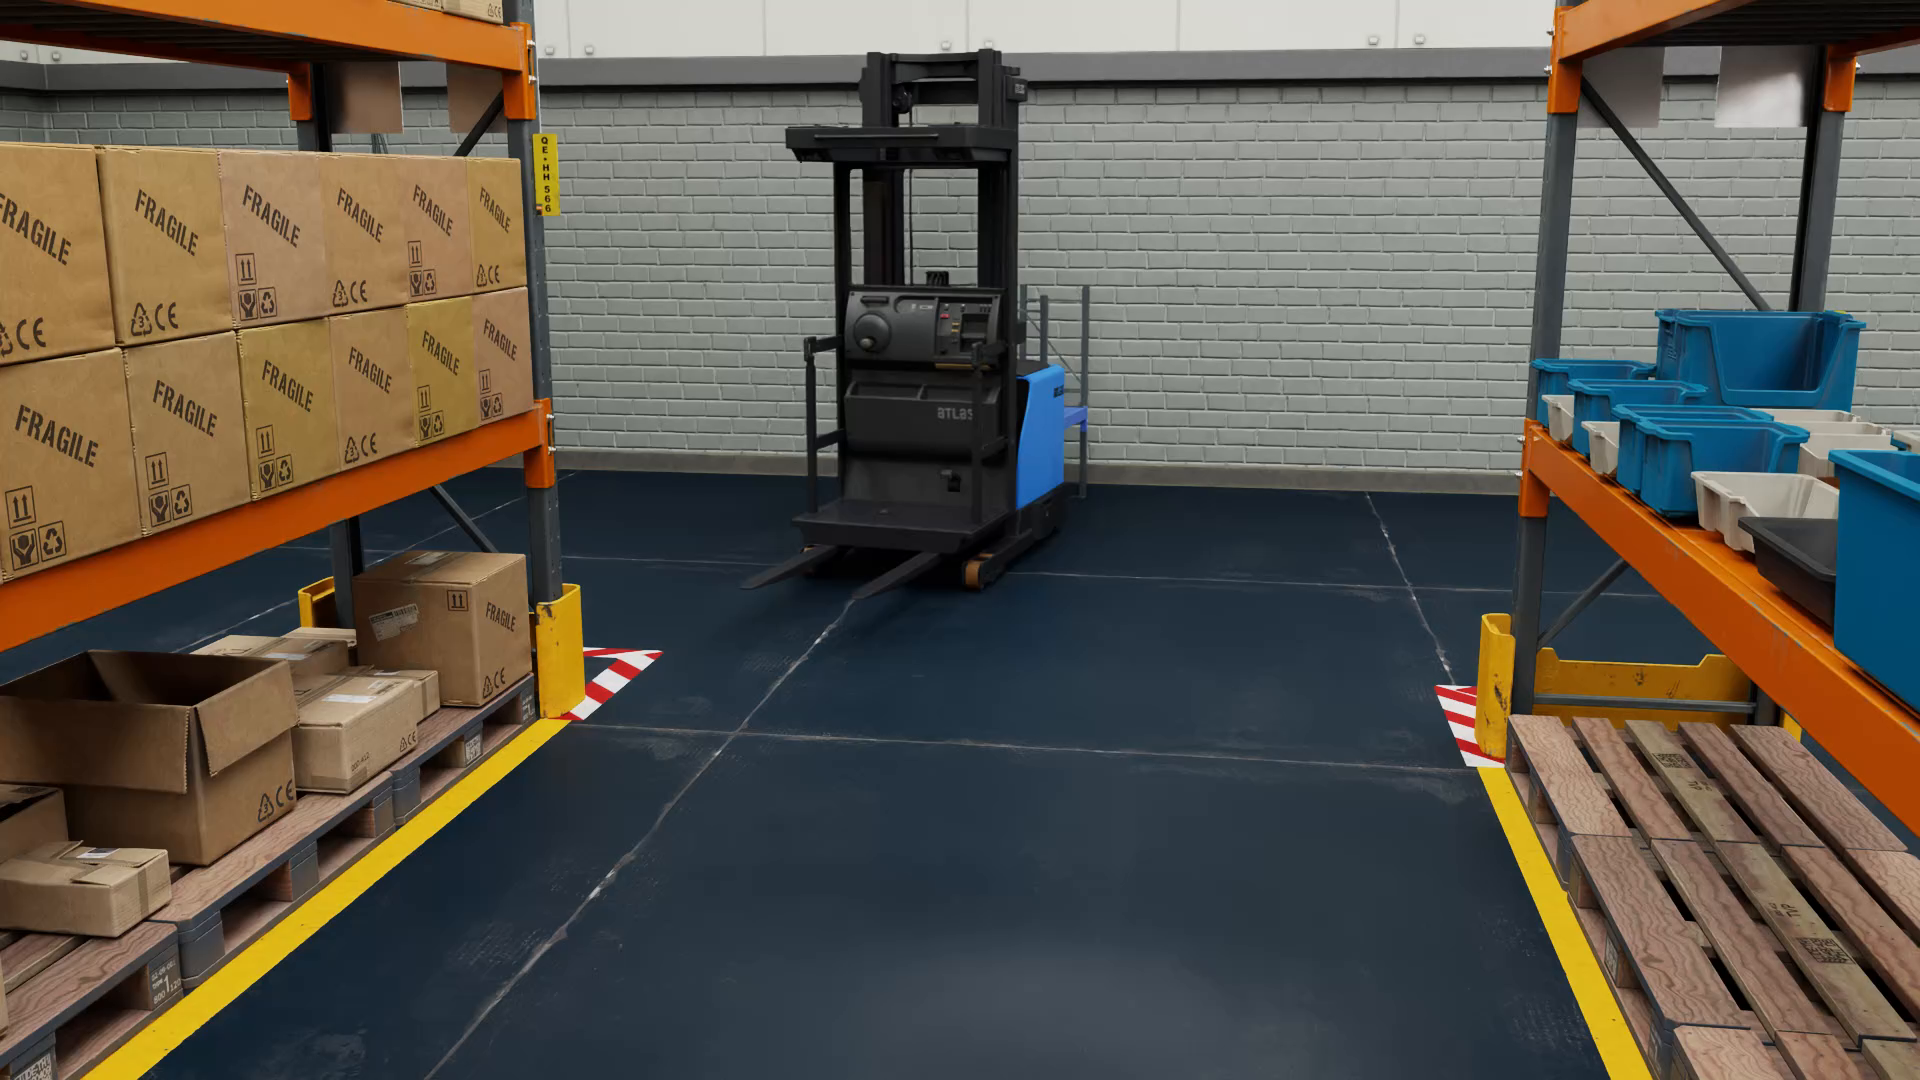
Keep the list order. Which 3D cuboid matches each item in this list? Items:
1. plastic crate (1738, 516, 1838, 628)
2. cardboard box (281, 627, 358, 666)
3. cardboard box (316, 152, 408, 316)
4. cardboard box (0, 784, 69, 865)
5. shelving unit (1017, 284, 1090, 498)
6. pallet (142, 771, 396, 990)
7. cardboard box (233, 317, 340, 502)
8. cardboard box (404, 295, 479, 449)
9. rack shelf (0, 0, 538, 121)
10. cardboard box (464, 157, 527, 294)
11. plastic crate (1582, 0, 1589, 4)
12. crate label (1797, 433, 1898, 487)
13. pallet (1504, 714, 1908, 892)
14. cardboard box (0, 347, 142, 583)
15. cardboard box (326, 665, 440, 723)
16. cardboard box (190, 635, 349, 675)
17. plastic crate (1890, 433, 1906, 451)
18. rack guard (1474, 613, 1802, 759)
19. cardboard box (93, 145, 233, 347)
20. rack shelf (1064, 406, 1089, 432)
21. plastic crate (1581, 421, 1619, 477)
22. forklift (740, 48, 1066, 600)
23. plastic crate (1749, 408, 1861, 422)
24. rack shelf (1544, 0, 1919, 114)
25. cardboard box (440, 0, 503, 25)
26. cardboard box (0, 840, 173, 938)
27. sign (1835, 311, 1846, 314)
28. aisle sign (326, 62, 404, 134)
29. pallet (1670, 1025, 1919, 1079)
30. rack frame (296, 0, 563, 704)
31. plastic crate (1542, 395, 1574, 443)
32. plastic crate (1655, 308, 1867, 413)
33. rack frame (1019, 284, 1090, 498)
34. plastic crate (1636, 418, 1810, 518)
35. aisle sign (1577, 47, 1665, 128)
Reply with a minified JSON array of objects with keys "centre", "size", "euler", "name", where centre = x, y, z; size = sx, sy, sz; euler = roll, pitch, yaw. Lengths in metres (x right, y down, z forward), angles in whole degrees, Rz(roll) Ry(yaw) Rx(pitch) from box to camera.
[{"centre":[1.962,0.074,3.539],"size":[0.437,0.125,0.590],"euler":[2,12,9],"name":"plastic crate"},{"centre":[-2.627,0.471,6.908],"size":[0.380,0.149,0.250],"euler":[2,12,9],"name":"cardboard box"},{"centre":[-2.172,-1.006,5.431],"size":[0.500,0.500,0.500],"euler":[2,12,10],"name":"cardboard box"},{"centre":[-2.915,0.865,4.698],"size":[0.500,0.311,0.500],"euler":[2,12,9],"name":"cardboard box"},{"centre":[0.495,-0.955,11.363],"size":[0.538,1.500,1.048],"euler":[4,13,19],"name":"shelving unit"},{"centre":[-2.546,1.015,5.282],"size":[1.003,0.211,1.213],"euler":[2,12,9],"name":"pallet"},{"centre":[-2.259,-0.413,5.054],"size":[0.500,0.500,0.500],"euler":[2,12,8],"name":"cardboard box"},{"centre":[-2.099,-0.622,6.022],"size":[0.500,0.500,0.500],"euler":[2,12,9],"name":"cardboard box"},{"centre":[-2.531,-1.481,4.835],"size":[1.077,0.370,4.000],"euler":[2,12,9],"name":"rack shelf"},{"centre":[-2.020,-1.219,6.420],"size":[0.500,0.500,0.500],"euler":[2,12,8],"name":"cardboard box"},{"centre":[2.336,-1.953,5.627],"size":[0.497,0.269,0.590],"euler":[2,12,9],"name":"plastic crate"},{"centre":[2.647,-0.228,4.915],"size":[0.396,0.136,0.243],"euler":[2,12,9],"name":"crate label"},{"centre":[2.506,0.912,5.762],"size":[1.003,0.211,1.213],"euler":[2,12,9],"name":"pallet"},{"centre":[-2.415,-0.203,4.079],"size":[0.500,0.500,0.500],"euler":[2,12,10],"name":"cardboard box"},{"centre":[-2.214,0.589,6.319],"size":[0.380,0.166,0.250],"euler":[2,12,9],"name":"cardboard box"},{"centre":[-2.664,0.554,6.285],"size":[0.500,0.250,0.500],"euler":[2,12,9],"name":"cardboard box"},{"centre":[2.608,-0.134,4.248],"size":[0.416,0.233,0.300],"euler":[2,12,9],"name":"plastic crate"},{"centre":[2.662,0.595,6.547],"size":[1.175,0.500,0.348],"euler":[2,12,9],"name":"rack guard"},{"centre":[-2.329,-0.792,4.435],"size":[0.500,0.500,0.500],"euler":[2,12,7],"name":"cardboard box"},{"centre":[0.495,-0.779,11.401],"size":[0.538,0.185,1.000],"euler":[4,13,19],"name":"rack shelf"},{"centre":[2.072,-0.276,5.139],"size":[0.250,0.136,0.298],"euler":[2,12,9],"name":"plastic crate"},{"centre":[-0.286,-1.254,9.353],"size":[1.130,2.935,3.031],"euler":[4,13,19],"name":"forklift"},{"centre":[2.724,-0.347,5.465],"size":[0.396,0.136,0.243],"euler":[2,12,9],"name":"plastic crate"},{"centre":[2.363,-1.320,4.087],"size":[1.077,0.370,4.000],"euler":[2,12,9],"name":"rack shelf"},{"centre":[-2.041,-2.061,6.171],"size":[0.500,0.250,0.500],"euler":[2,12,9],"name":"cardboard box"},{"centre":[-2.437,0.959,4.606],"size":[0.380,0.166,0.250],"euler":[2,12,9],"name":"cardboard box"},{"centre":[3.217,-0.687,6.175],"size":[0.100,0.325,0.005],"euler":[2,12,9],"name":"sign"},{"centre":[-2.503,-2.078,6.843],"size":[0.394,0.787,0.004],"euler":[2,12,9],"name":"aisle sign"},{"centre":[2.131,1.420,3.405],"size":[1.003,0.211,1.213],"euler":[2,12,9],"name":"pallet"},{"centre":[-2.223,-0.783,7.007],"size":[1.000,3.000,0.127],"euler":[2,12,9],"name":"rack frame"},{"centre":[2.177,-0.417,5.794],"size":[0.250,0.136,0.298],"euler":[2,12,9],"name":"plastic crate"},{"centre":[2.804,-0.593,5.897],"size":[0.616,0.435,0.499],"euler":[2,12,9],"name":"plastic crate"},{"centre":[0.664,-1.056,11.832],"size":[0.500,1.500,0.032],"euler":[4,13,19],"name":"rack frame"},{"centre":[2.059,-0.192,4.520],"size":[0.416,0.233,0.300],"euler":[2,12,9],"name":"plastic crate"},{"centre":[2.389,-1.917,6.099],"size":[0.394,0.787,0.004],"euler":[2,12,9],"name":"aisle sign"}]
